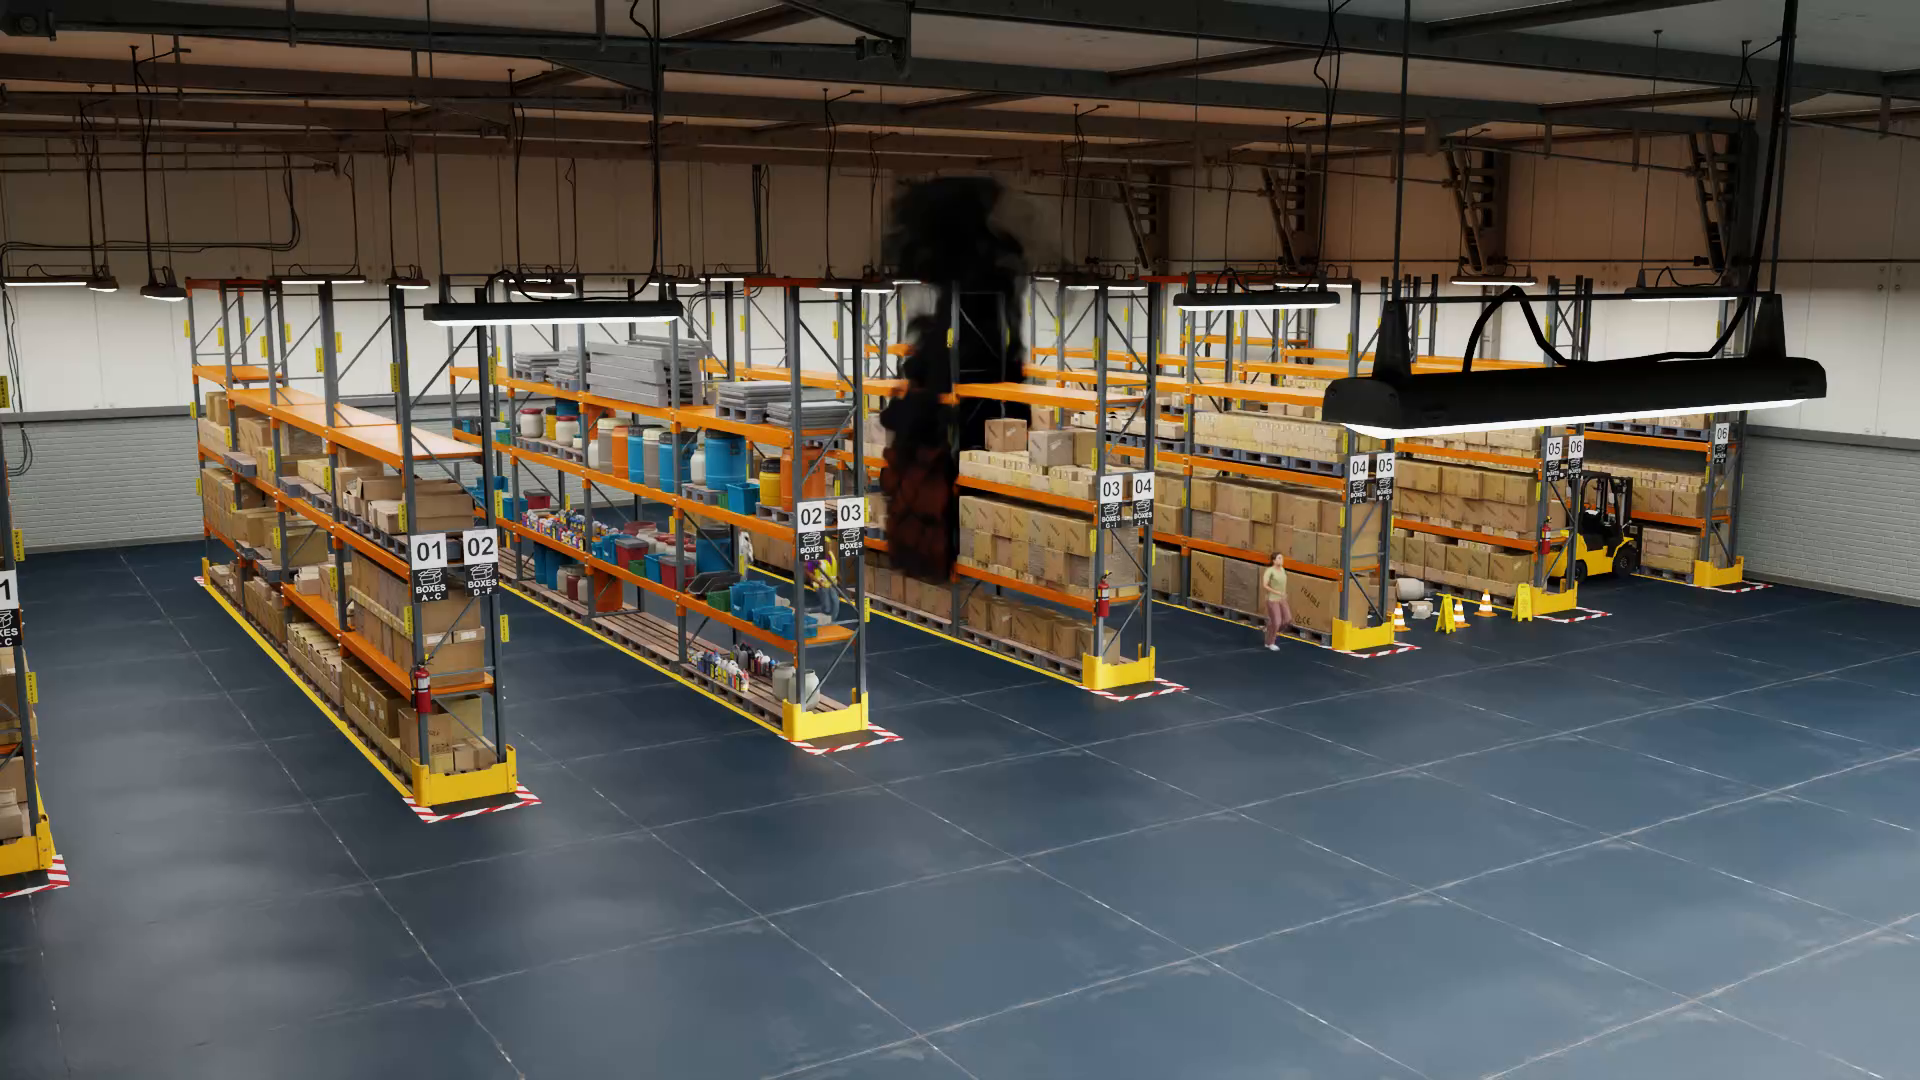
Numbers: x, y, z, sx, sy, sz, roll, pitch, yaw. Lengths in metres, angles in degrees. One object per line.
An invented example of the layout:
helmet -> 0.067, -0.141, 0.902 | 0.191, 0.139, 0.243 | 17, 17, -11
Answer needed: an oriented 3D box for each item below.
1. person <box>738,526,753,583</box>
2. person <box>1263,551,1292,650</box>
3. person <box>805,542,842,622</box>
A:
person -> -4.059, 0.365, 30.707 | 0.607, 1.577, 0.538 | -8, 12, -40
person -> 5.186, 0.992, 27.245 | 0.606, 1.627, 0.561 | -8, 12, -39
person -> -2.304, 0.799, 28.199 | 0.758, 1.701, 0.699 | 8, 13, 41
